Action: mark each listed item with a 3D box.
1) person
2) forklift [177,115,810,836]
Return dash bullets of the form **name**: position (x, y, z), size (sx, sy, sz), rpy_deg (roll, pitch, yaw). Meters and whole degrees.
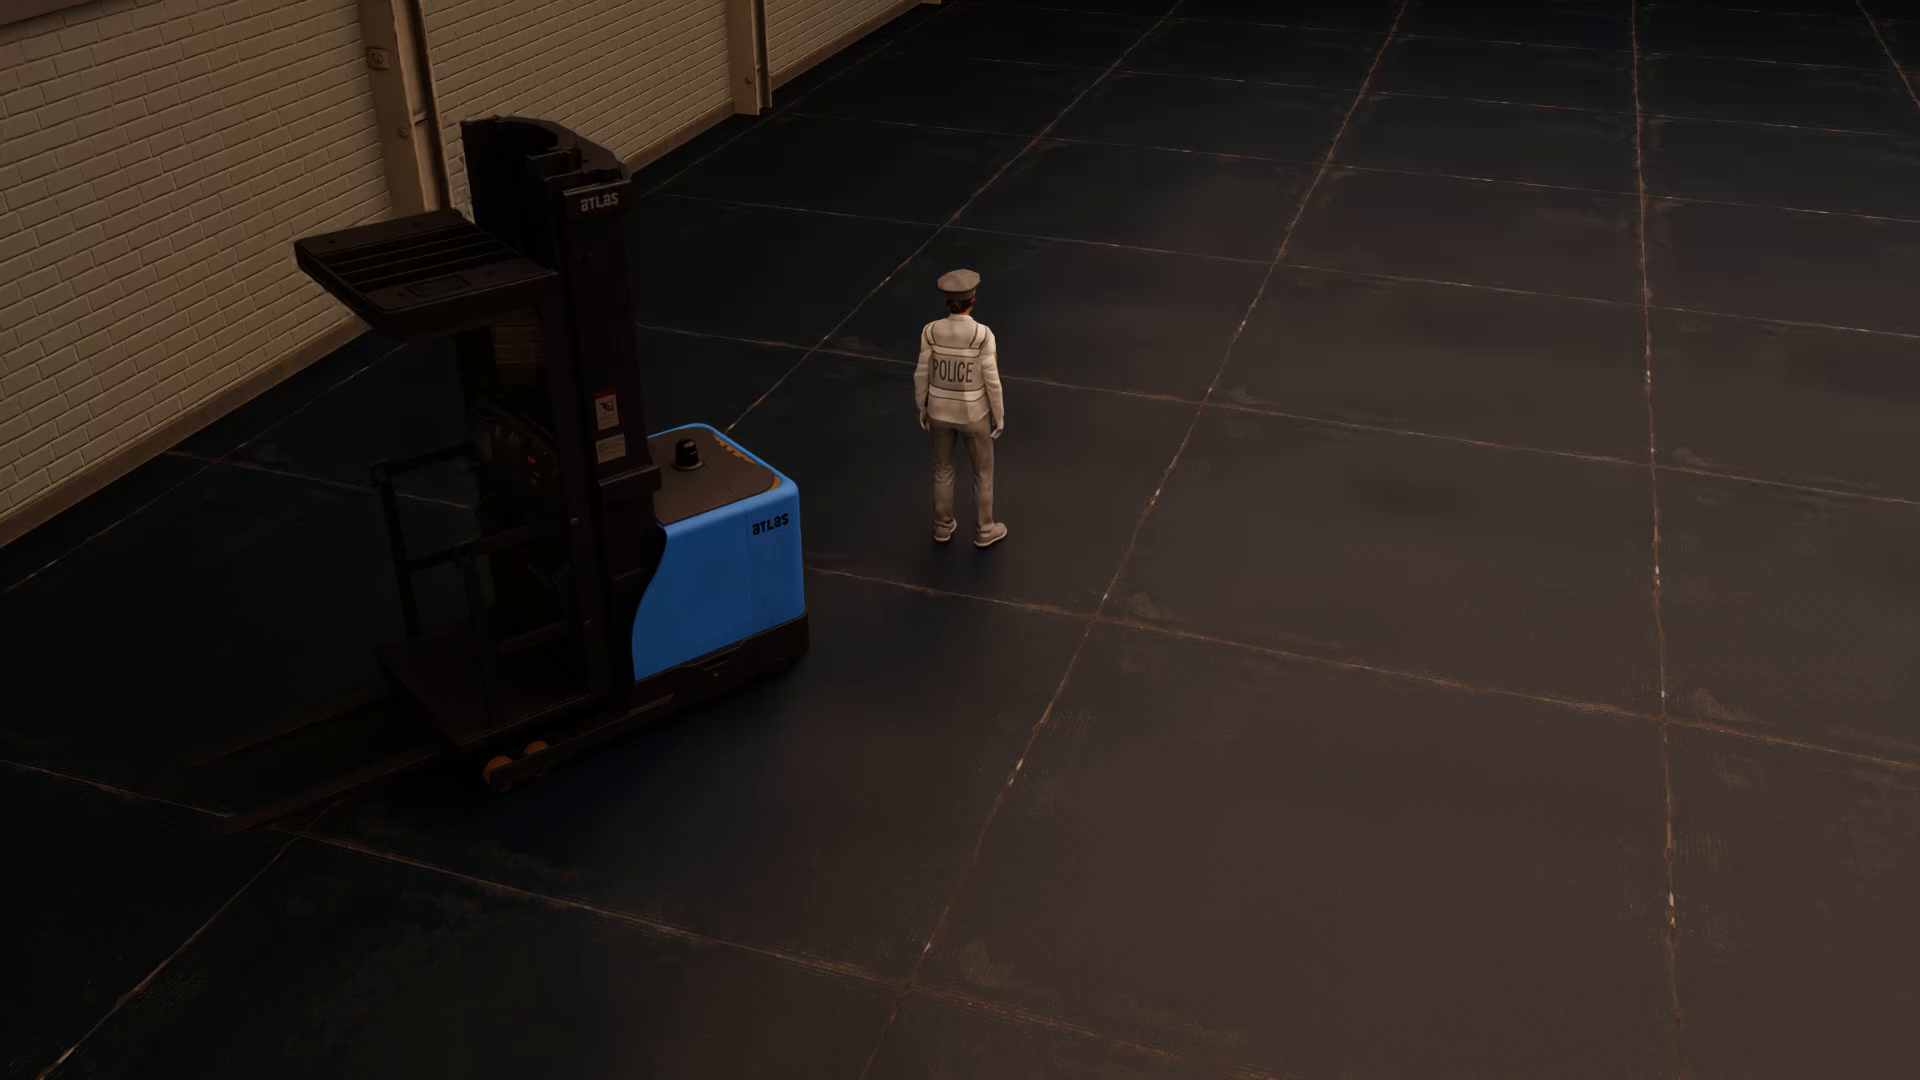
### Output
- **person**: position (0.000, -0.737, 9.712), size (0.529, 1.663, 0.372), rpy_deg (9, 31, 15)
- **forklift**: position (-2.280, -0.364, 7.774), size (3.031, 2.935, 1.130), rpy_deg (-21, 36, -32)
